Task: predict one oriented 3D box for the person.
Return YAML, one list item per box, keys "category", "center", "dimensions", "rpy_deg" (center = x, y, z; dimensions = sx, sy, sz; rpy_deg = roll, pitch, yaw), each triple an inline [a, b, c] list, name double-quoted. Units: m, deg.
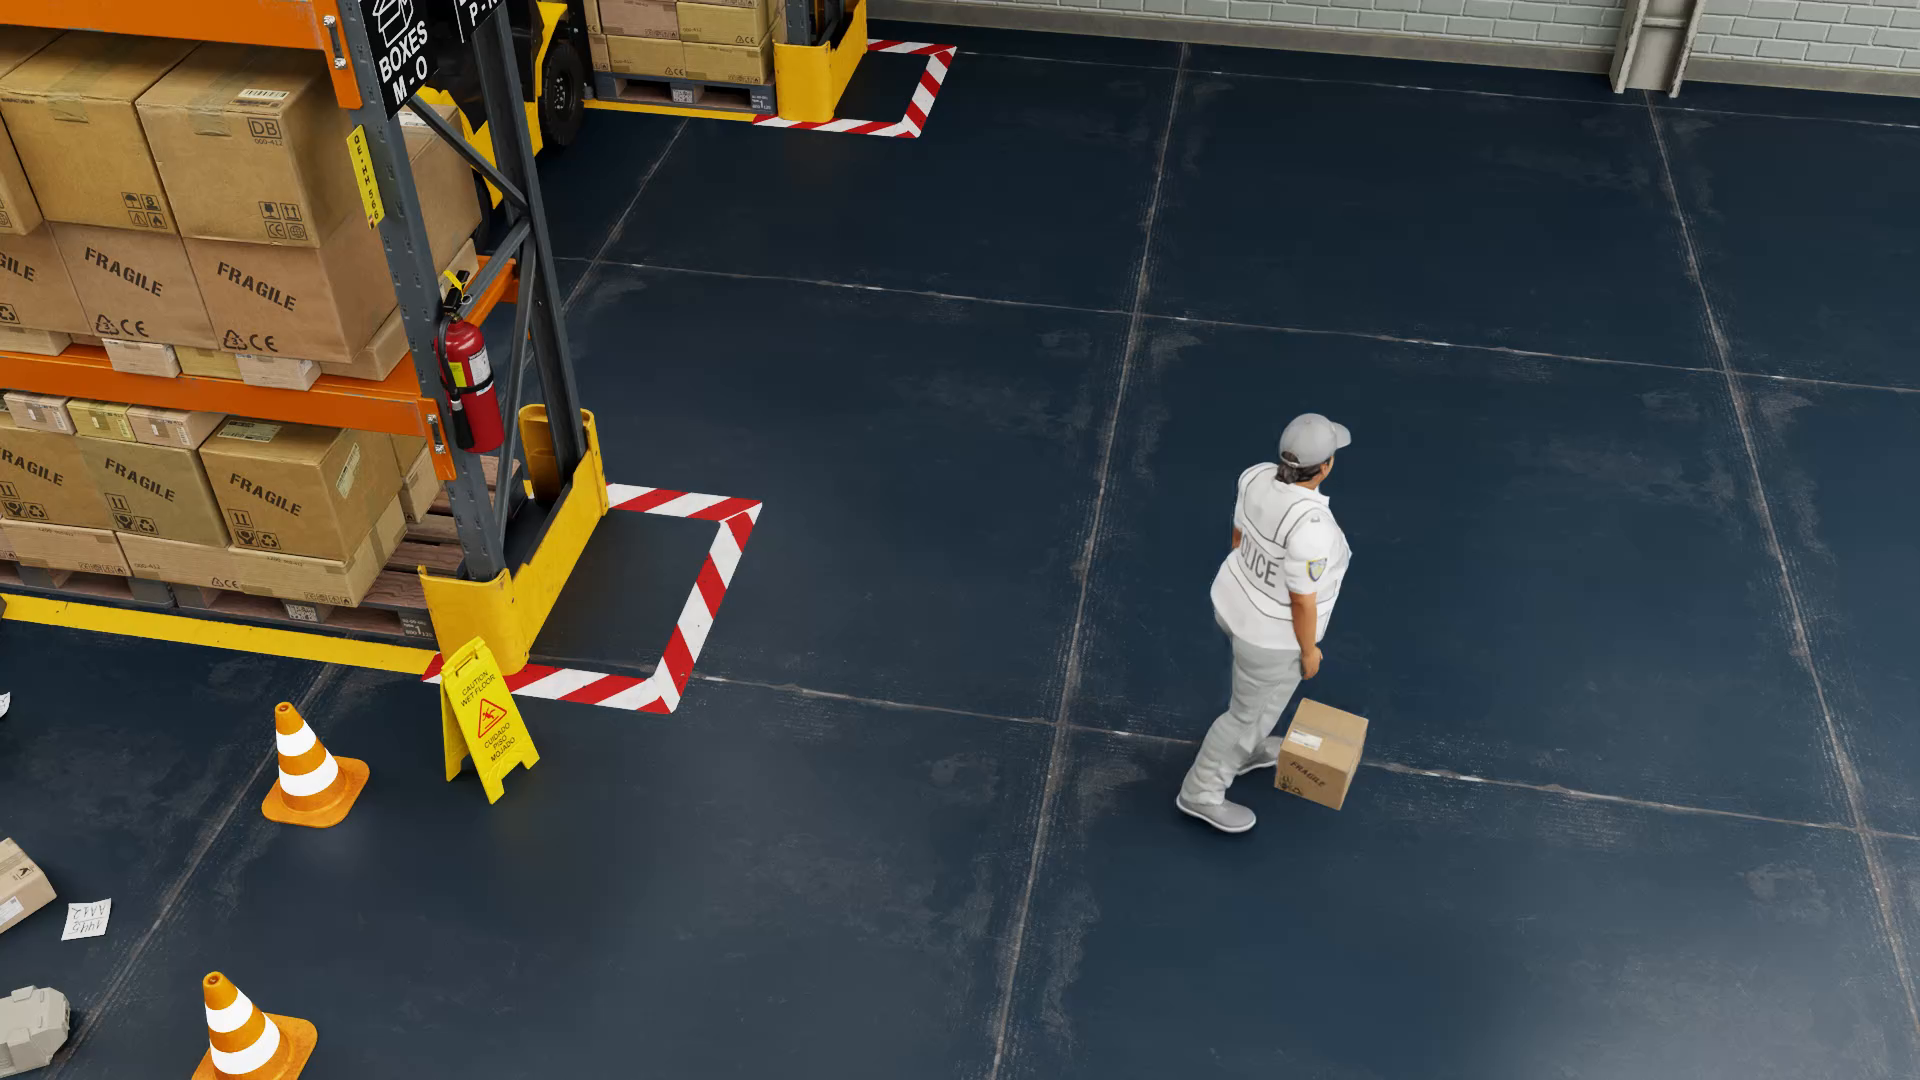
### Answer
- category: "person"
  center: [1.047, 0.292, 5.822]
  dimensions: [0.552, 1.649, 0.531]
  rpy_deg: [-11, 42, -13]
